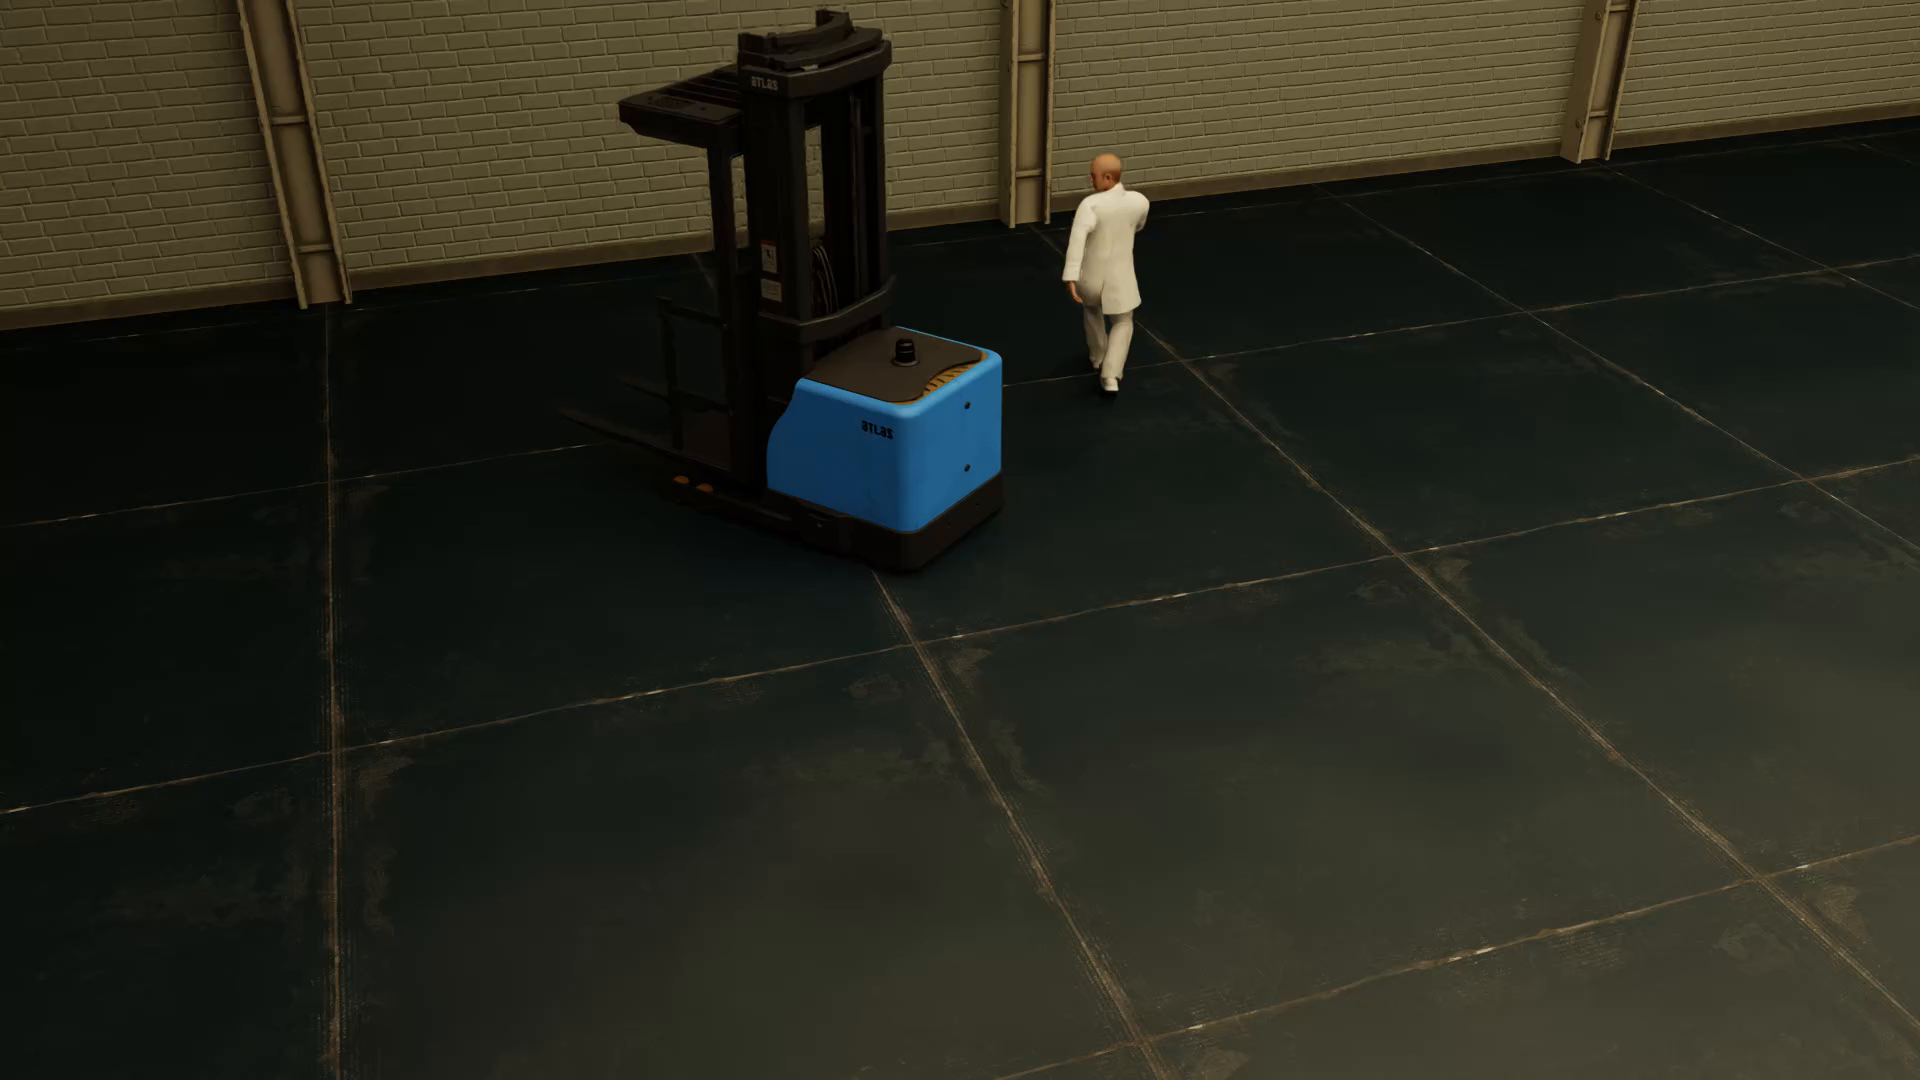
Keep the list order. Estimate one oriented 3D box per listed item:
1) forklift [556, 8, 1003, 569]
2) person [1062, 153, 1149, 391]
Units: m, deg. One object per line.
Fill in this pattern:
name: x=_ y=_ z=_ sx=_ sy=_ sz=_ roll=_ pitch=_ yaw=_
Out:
forklift: x=-1.245 y=-1.652 z=9.959 sx=3.031 sy=2.935 sz=1.130 roll=18 pitch=35 yaw=29
person: x=0.998 y=-1.882 z=11.646 sx=0.619 sy=1.696 sz=0.975 roll=0 pitch=30 yaw=0
